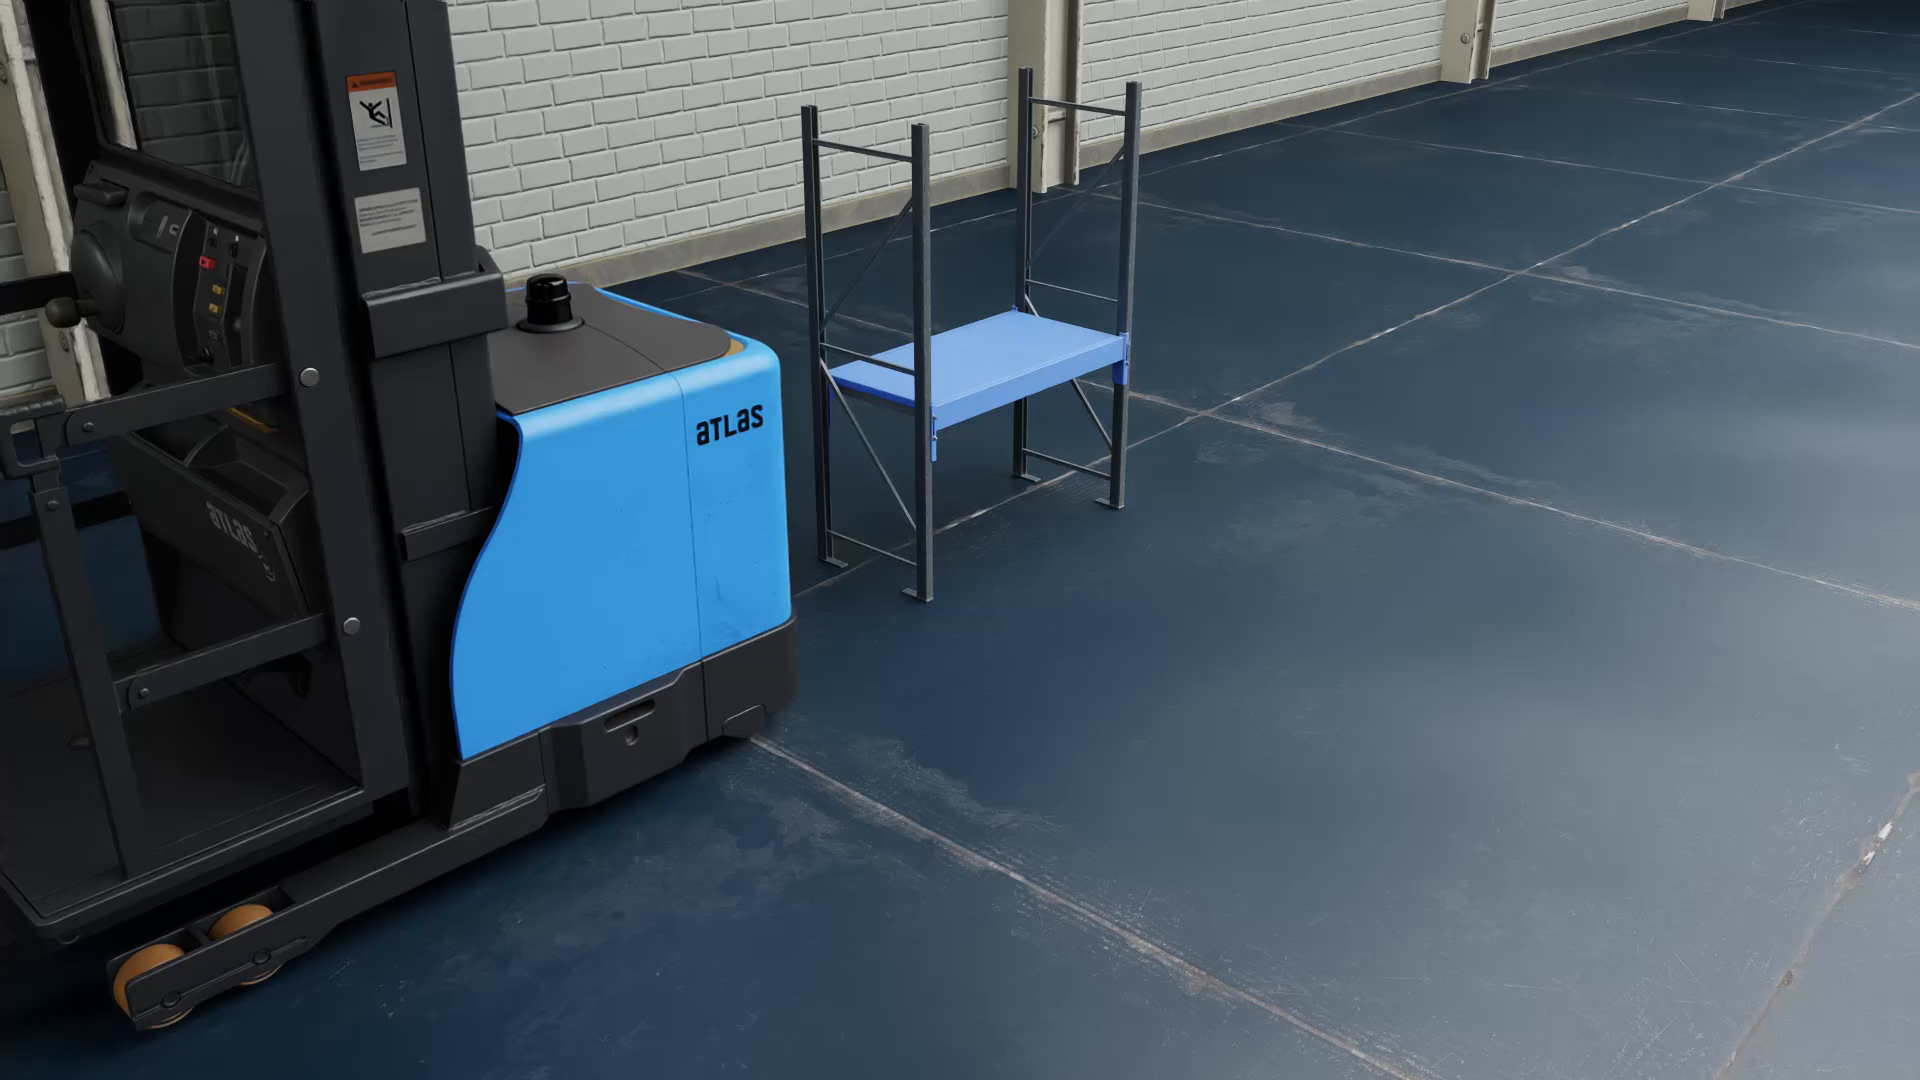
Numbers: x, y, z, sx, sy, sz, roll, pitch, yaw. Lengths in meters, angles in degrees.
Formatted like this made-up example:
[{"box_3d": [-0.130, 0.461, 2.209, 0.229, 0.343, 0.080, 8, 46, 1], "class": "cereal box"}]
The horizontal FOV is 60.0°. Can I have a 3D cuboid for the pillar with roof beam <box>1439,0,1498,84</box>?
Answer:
[{"box_3d": [7.755, -7.102, 10.592, 9.100, 9.000, 0.400, 20, 31, 38], "class": "pillar with roof beam"}]

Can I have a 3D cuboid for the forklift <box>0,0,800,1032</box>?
[{"box_3d": [-1.834, -0.557, 3.409, 1.130, 2.935, 3.031, 22, 32, 40], "class": "forklift"}]

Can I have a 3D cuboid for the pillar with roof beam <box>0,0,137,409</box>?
[{"box_3d": [-0.254, -3.446, 2.438, 9.100, 9.000, 0.400, 20, 31, 38], "class": "pillar with roof beam"}]

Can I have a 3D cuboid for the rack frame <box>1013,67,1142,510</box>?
[{"box_3d": [0.396, -0.865, 5.847, 0.500, 1.500, 0.032, 20, 31, 38], "class": "rack frame"}]

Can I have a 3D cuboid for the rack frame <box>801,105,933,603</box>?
[{"box_3d": [-0.282, -0.555, 5.156, 0.500, 1.500, 0.032, 20, 31, 38], "class": "rack frame"}]

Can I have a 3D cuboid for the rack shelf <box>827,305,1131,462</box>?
[{"box_3d": [0.057, -0.546, 5.575, 0.538, 0.185, 1.000, 20, 31, 38], "class": "rack shelf"}]

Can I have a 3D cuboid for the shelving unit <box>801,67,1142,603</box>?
[{"box_3d": [0.057, -0.710, 5.501, 0.538, 1.500, 1.048, 20, 31, 38], "class": "shelving unit"}]

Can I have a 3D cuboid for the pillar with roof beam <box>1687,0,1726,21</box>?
[{"box_3d": [11.760, -8.931, 14.669, 9.100, 9.000, 0.400, 20, 31, 38], "class": "pillar with roof beam"}]

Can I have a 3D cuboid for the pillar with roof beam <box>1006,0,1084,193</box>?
[{"box_3d": [3.751, -5.274, 6.515, 9.100, 9.000, 0.400, 20, 31, 38], "class": "pillar with roof beam"}]
